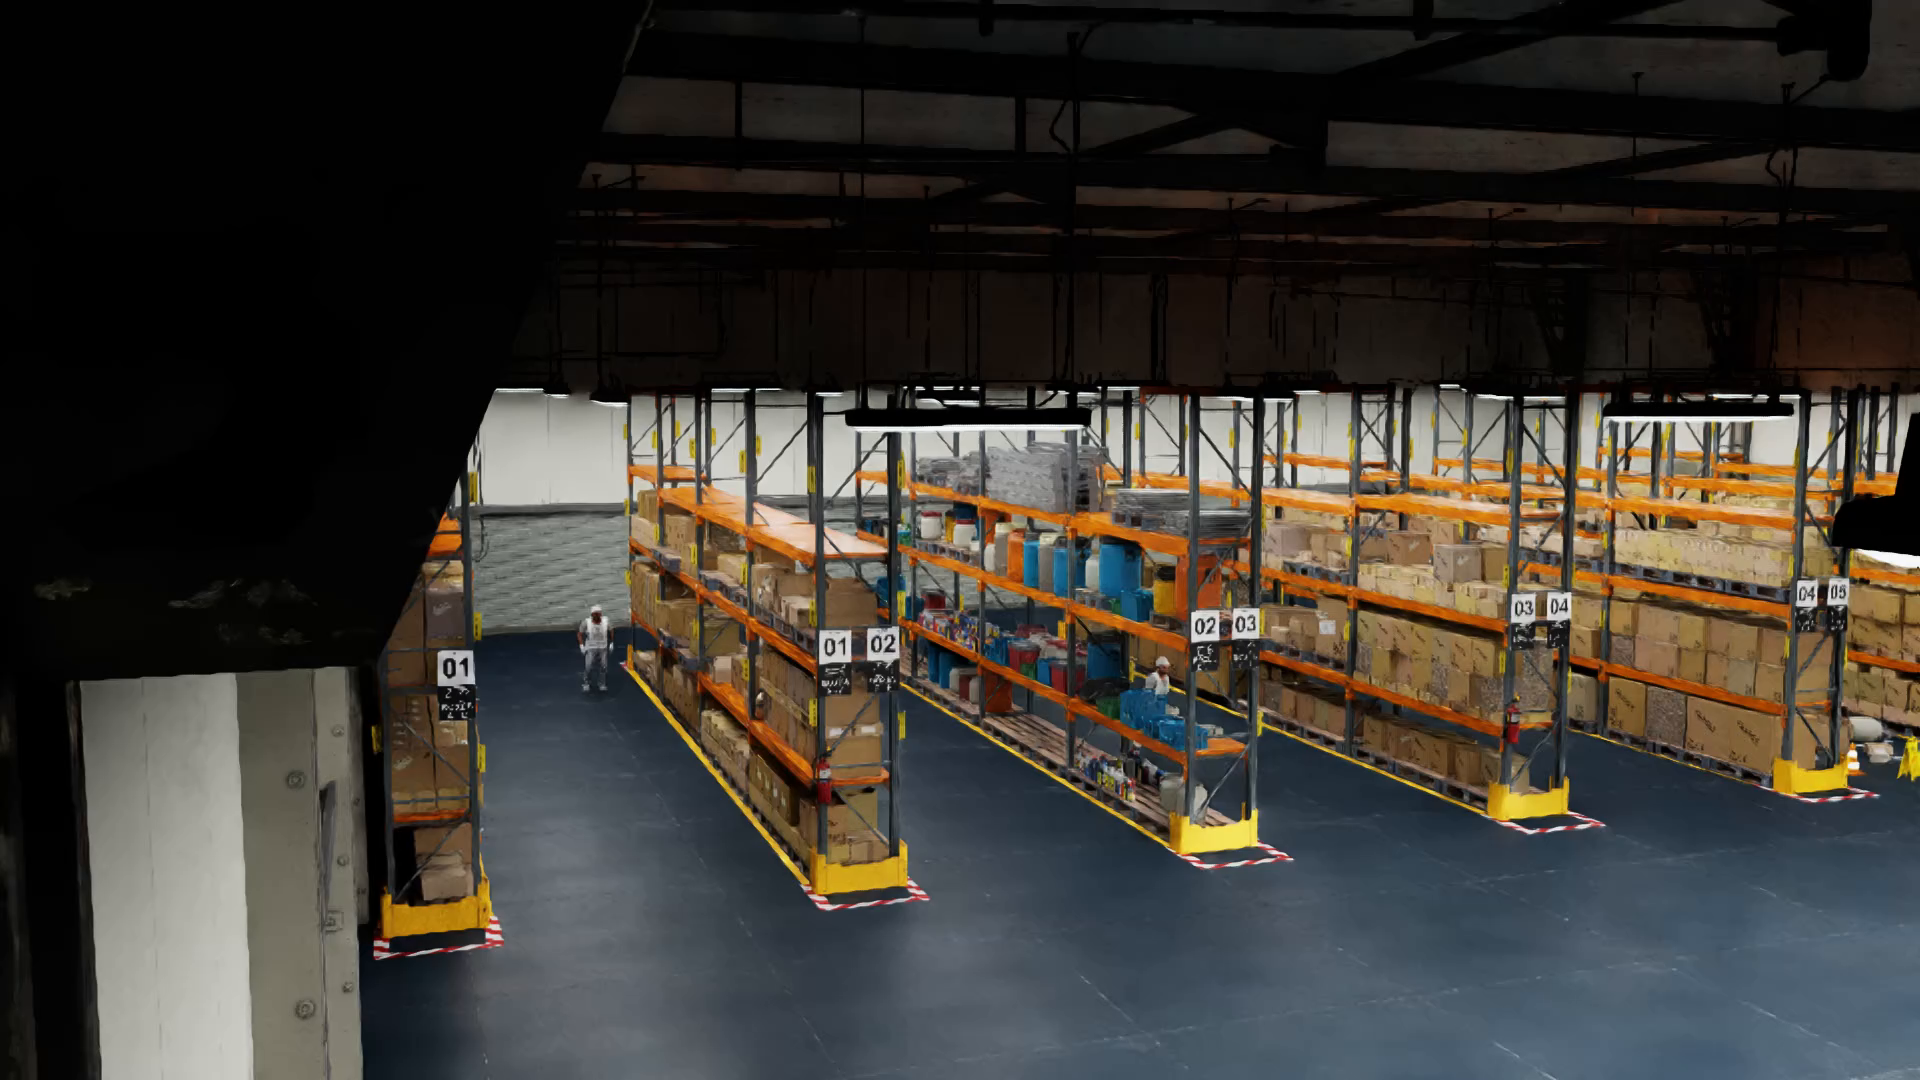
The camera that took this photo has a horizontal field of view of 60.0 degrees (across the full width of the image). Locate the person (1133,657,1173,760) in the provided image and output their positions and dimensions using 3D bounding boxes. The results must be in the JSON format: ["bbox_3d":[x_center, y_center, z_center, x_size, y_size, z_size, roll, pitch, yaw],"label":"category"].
[{"bbox_3d":[3.161,2.711,26.711,0.677,1.725,0.789,-5,8,-41],"label":"person"}]

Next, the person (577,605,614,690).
[{"bbox_3d":[-7.130,2.113,32.591,0.702,1.735,0.544,-2,6,-21],"label":"person"}]

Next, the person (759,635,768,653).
[{"bbox_3d":[-3.804,2.089,33.206,0.463,1.625,0.998,-2,6,-20],"label":"person"}]

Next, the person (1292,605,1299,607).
[{"bbox_3d":[6.646,2.094,33.029,0.543,1.649,1.119,-2,6,-21],"label":"person"}]
